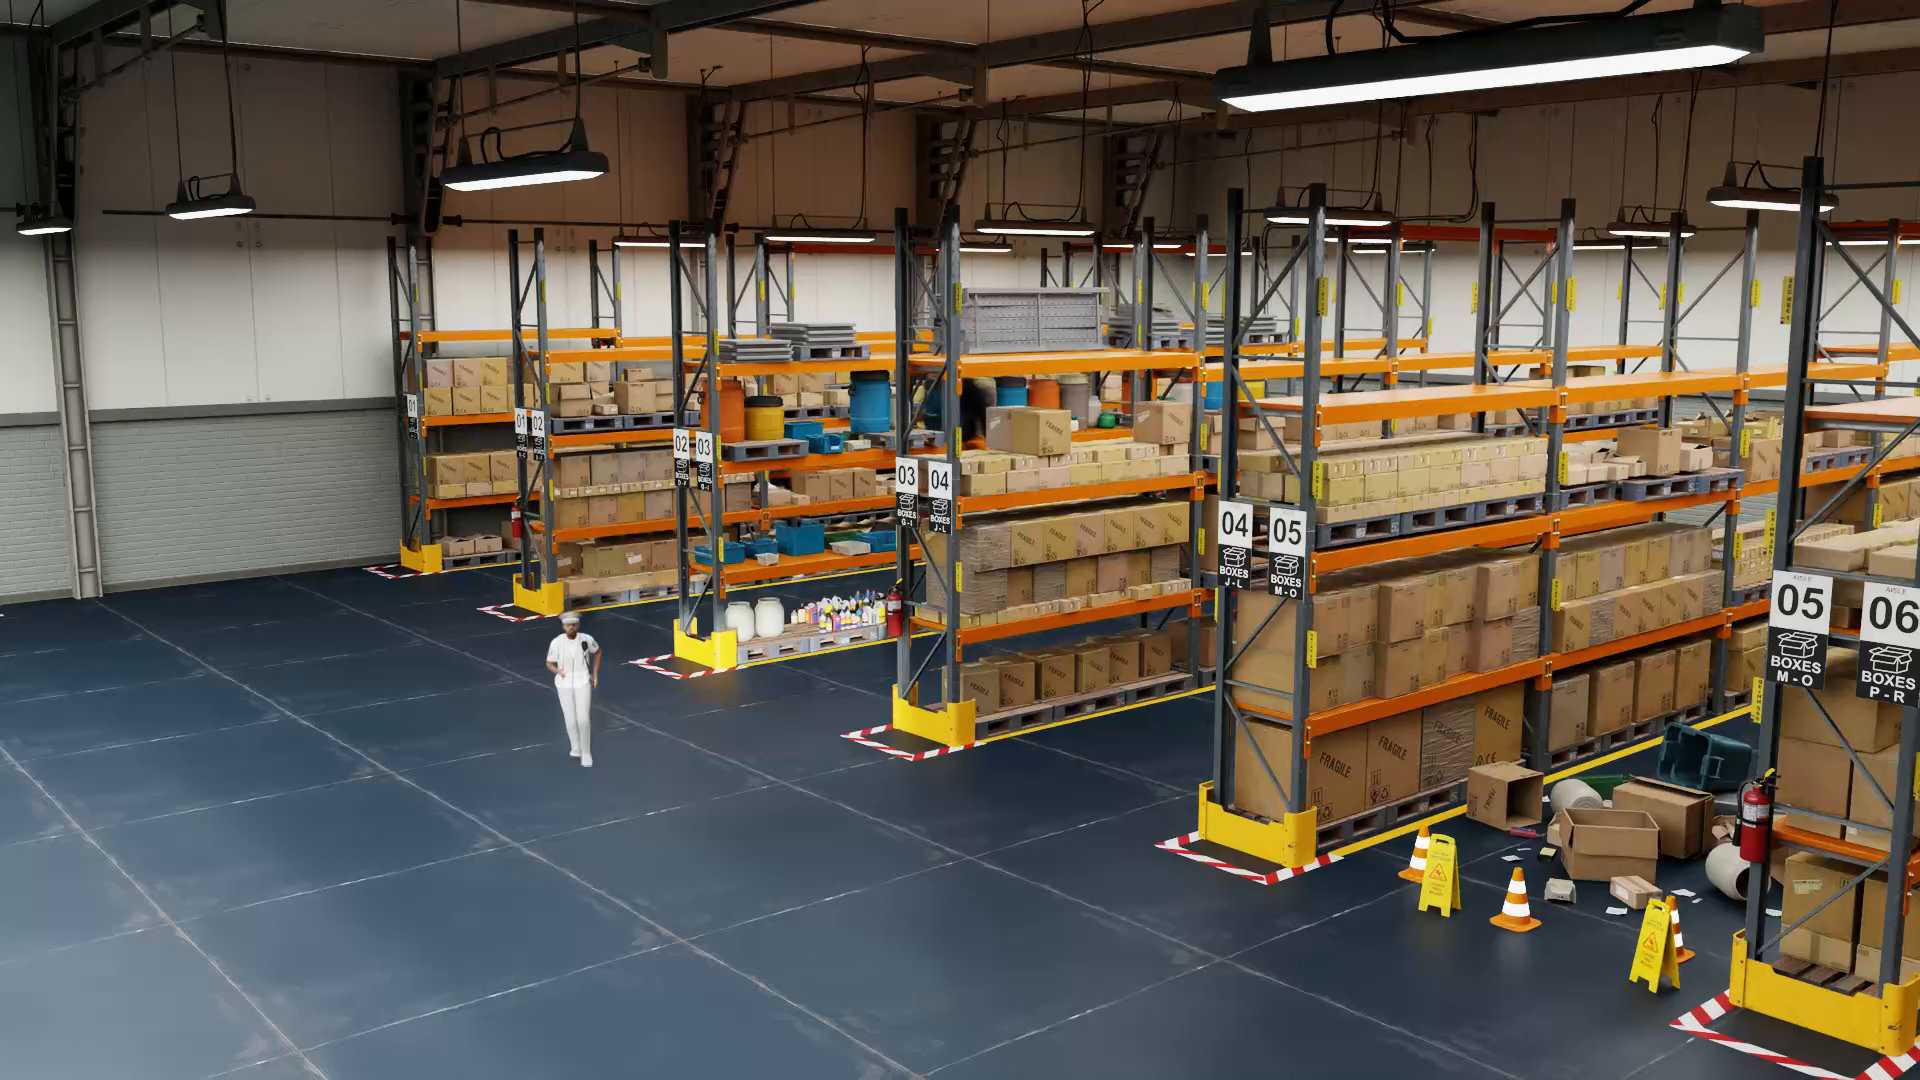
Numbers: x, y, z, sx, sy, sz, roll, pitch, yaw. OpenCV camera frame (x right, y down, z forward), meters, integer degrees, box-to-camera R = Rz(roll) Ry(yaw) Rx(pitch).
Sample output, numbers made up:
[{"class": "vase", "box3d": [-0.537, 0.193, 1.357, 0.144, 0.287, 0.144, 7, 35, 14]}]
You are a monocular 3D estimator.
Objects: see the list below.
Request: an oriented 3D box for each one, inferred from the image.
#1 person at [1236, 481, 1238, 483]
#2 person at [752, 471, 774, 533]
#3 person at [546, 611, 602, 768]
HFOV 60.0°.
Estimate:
[{"class": "person", "box3d": [5.650, -0.923, 34.508, 0.551, 1.621, 0.851, 8, 12, 42]}, {"class": "person", "box3d": [-3.760, -0.572, 32.051, 0.628, 1.673, 0.587, 8, 12, 41]}, {"class": "person", "box3d": [-4.159, 1.606, 17.923, 0.568, 1.735, 0.712, -1, 9, -7]}]
